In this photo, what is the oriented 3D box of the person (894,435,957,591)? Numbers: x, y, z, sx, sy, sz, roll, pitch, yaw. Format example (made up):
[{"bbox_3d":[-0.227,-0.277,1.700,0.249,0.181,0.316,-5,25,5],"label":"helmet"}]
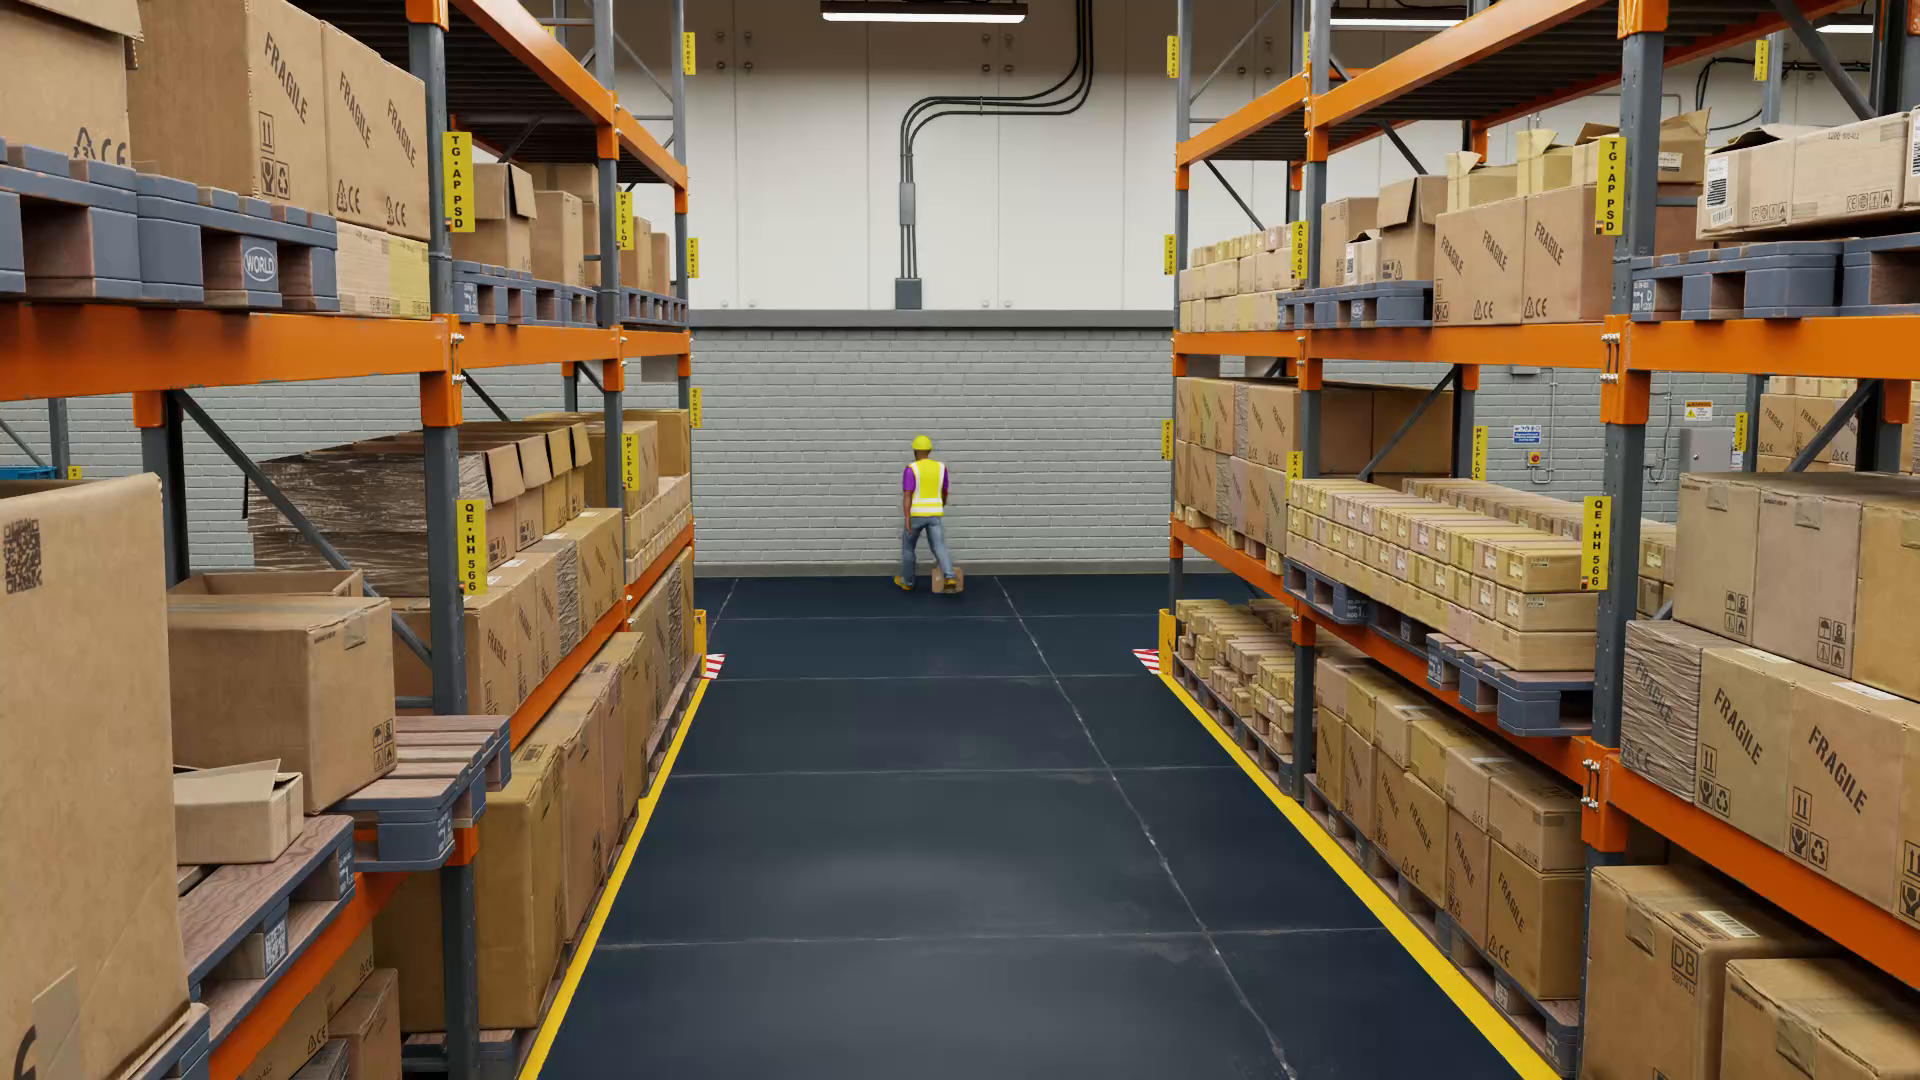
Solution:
[{"bbox_3d":[-0.387,-0.270,18.069,0.605,1.728,1.062,-3,8,-26],"label":"person"}]
